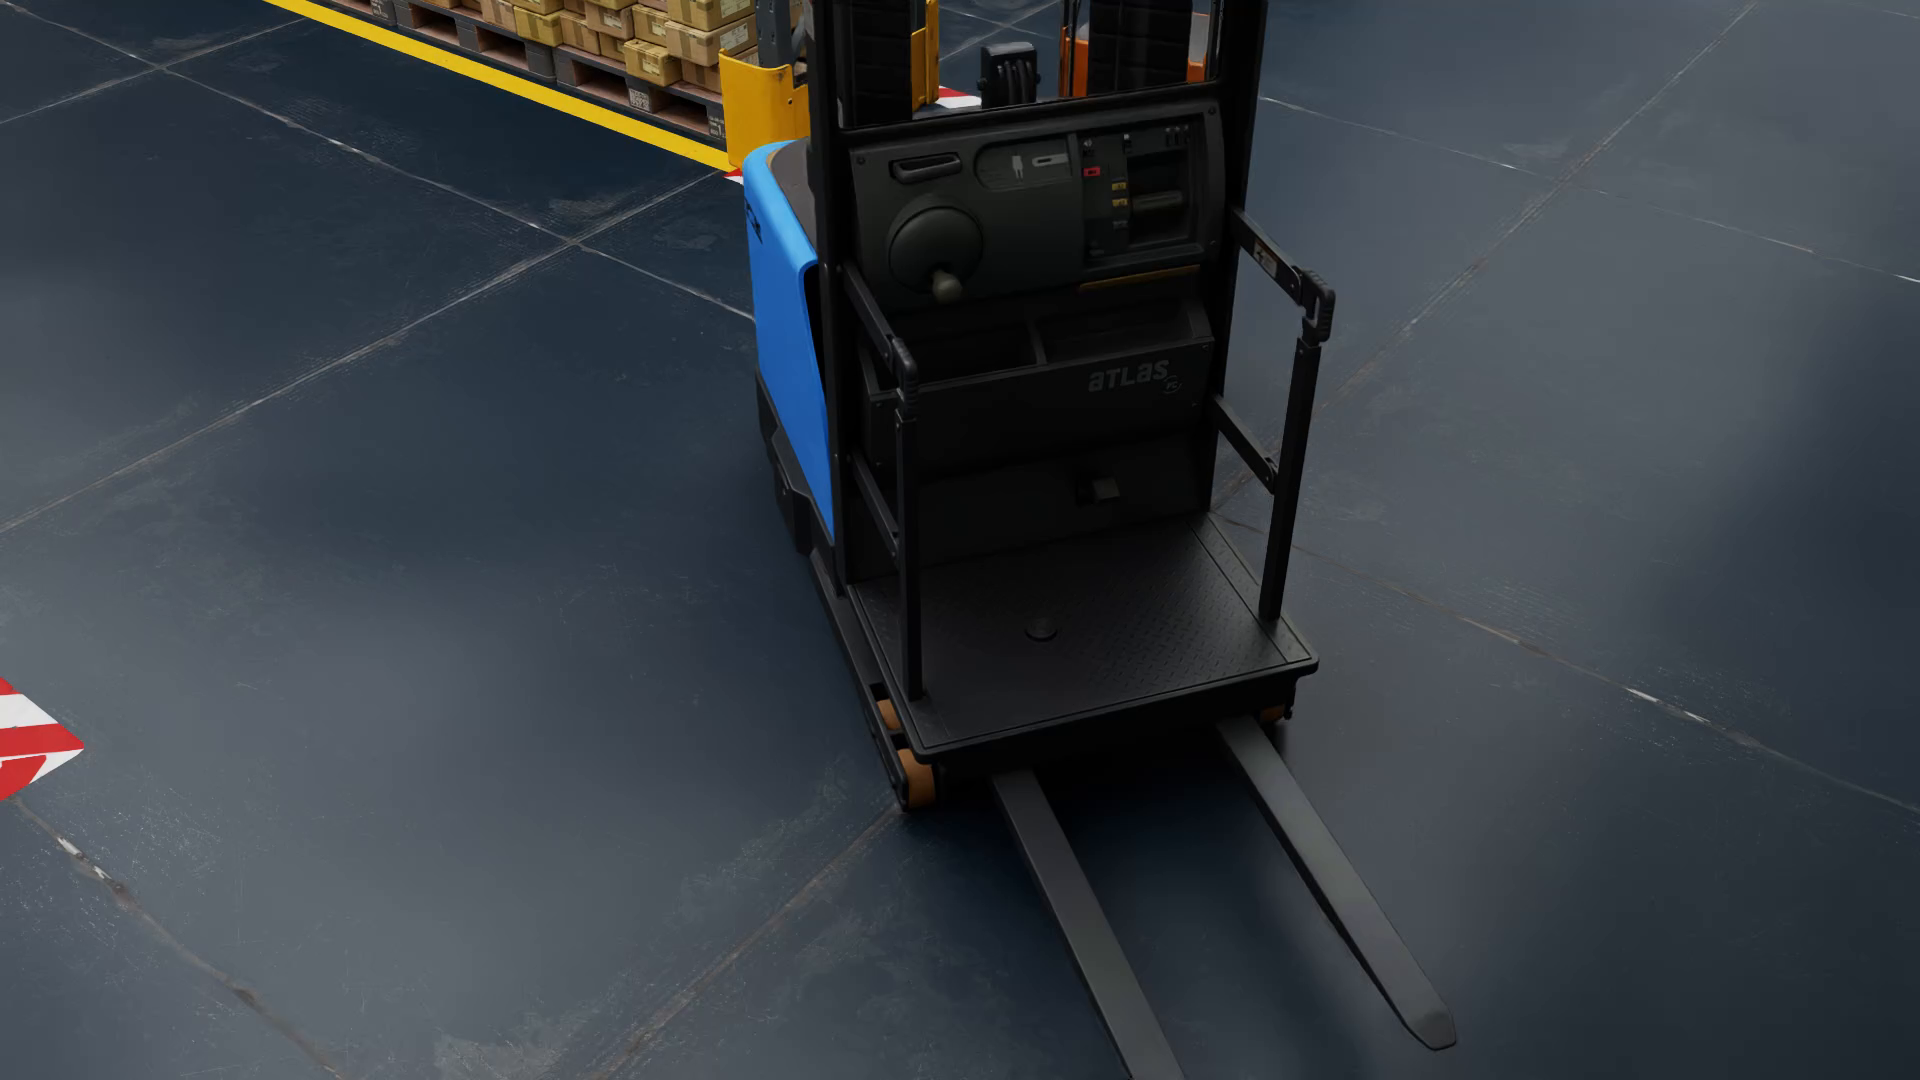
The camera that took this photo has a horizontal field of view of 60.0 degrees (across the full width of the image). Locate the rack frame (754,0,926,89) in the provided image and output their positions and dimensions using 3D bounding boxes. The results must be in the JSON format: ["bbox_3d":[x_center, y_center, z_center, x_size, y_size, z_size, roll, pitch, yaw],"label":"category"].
[{"bbox_3d":[-0.506,-3.056,6.720,0.127,3.000,1.000,25,45,29],"label":"rack frame"}]

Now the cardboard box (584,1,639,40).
[{"bbox_3d":[-1.512,-2.468,7.700,0.250,0.149,0.380,23,44,27],"label":"cardboard box"}]

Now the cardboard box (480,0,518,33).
[{"bbox_3d":[-2.123,-2.645,8.167,0.250,0.149,0.380,26,45,29],"label":"cardboard box"}]

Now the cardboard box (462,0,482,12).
[{"bbox_3d":[-2.279,-2.777,8.335,0.250,0.149,0.380,27,45,30],"label":"cardboard box"}]

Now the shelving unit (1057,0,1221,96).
[{"bbox_3d":[0.626,-1.451,5.400,0.503,2.100,0.431,18,42,22],"label":"shelving unit"}]

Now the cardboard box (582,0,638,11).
[{"bbox_3d":[-1.528,-2.565,7.582,0.250,0.149,0.380,24,44,28],"label":"cardboard box"}]

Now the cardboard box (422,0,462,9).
[{"bbox_3d":[-2.534,-2.837,8.413,0.250,0.149,0.380,24,44,27],"label":"cardboard box"}]

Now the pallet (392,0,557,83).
[{"bbox_3d":[-2.155,-2.766,8.611,1.213,0.211,1.003,25,45,29],"label":"pallet"}]

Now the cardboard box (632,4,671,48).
[{"bbox_3d":[-1.273,-2.398,7.611,0.250,0.149,0.380,24,44,28],"label":"cardboard box"}]

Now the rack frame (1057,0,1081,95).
[{"bbox_3d":[0.410,-1.521,5.490,0.015,2.100,0.400,18,42,22],"label":"rack frame"}]

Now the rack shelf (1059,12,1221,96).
[{"bbox_3d":[0.626,-1.440,5.409,0.480,0.518,0.431,18,42,22],"label":"rack shelf"}]

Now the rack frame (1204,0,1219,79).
[{"bbox_3d":[0.841,-1.381,5.310,0.015,2.100,0.400,18,42,22],"label":"rack frame"}]

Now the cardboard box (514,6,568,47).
[{"bbox_3d":[-1.919,-2.533,8.024,0.250,0.149,0.380,23,44,27],"label":"cardboard box"}]

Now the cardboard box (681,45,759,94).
[{"bbox_3d":[-1.051,-2.194,7.591,0.250,0.149,0.380,26,45,29],"label":"cardboard box"}]

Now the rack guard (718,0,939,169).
[{"bbox_3d":[-0.566,-2.101,7.527,0.348,0.500,1.175,25,45,29],"label":"rack guard"}]

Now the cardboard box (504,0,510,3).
[{"bbox_3d":[-2.124,-2.761,8.073,0.250,0.149,0.380,28,46,31],"label":"cardboard box"}]

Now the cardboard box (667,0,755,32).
[{"bbox_3d":[-1.080,-2.408,7.381,0.250,0.149,0.380,26,45,29],"label":"cardboard box"}]

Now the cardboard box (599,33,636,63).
[{"bbox_3d":[-1.474,-2.382,7.831,0.250,0.149,0.380,25,44,28],"label":"cardboard box"}]

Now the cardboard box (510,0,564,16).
[{"bbox_3d":[-1.931,-2.656,7.939,0.250,0.149,0.380,26,45,29],"label":"cardboard box"}]

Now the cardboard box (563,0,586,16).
[{"bbox_3d":[-1.663,-2.619,7.893,0.250,0.149,0.380,25,44,28],"label":"cardboard box"}]

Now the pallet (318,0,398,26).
[{"bbox_3d":[-3.128,-3.222,9.194,1.213,0.211,1.003,25,45,29],"label":"pallet"}]

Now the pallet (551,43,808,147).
[{"bbox_3d":[-1.190,-2.308,8.027,1.213,0.211,1.003,25,45,29],"label":"pallet"}]

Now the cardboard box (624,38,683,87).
[{"bbox_3d":[-1.316,-2.241,7.651,0.250,0.149,0.380,27,45,30],"label":"cardboard box"}]

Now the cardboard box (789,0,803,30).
[{"bbox_3d":[-0.766,-2.538,7.789,0.250,0.149,0.380,27,46,30],"label":"cardboard box"}]

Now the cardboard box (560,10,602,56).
[{"bbox_3d":[-1.678,-2.468,7.941,0.250,0.149,0.380,26,45,29],"label":"cardboard box"}]

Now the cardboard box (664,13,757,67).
[{"bbox_3d":[-1.098,-2.274,7.452,0.250,0.149,0.380,24,44,27],"label":"cardboard box"}]

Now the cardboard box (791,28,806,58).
[{"bbox_3d":[-0.727,-2.452,7.921,0.250,0.149,0.380,26,45,29],"label":"cardboard box"}]

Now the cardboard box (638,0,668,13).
[{"bbox_3d":[-1.245,-2.530,7.537,0.250,0.149,0.380,26,45,29],"label":"cardboard box"}]

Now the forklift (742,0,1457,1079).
[{"bbox_3d":[0.267,-0.735,3.811,1.130,2.935,3.031,-11,39,-14],"label":"forklift"}]
